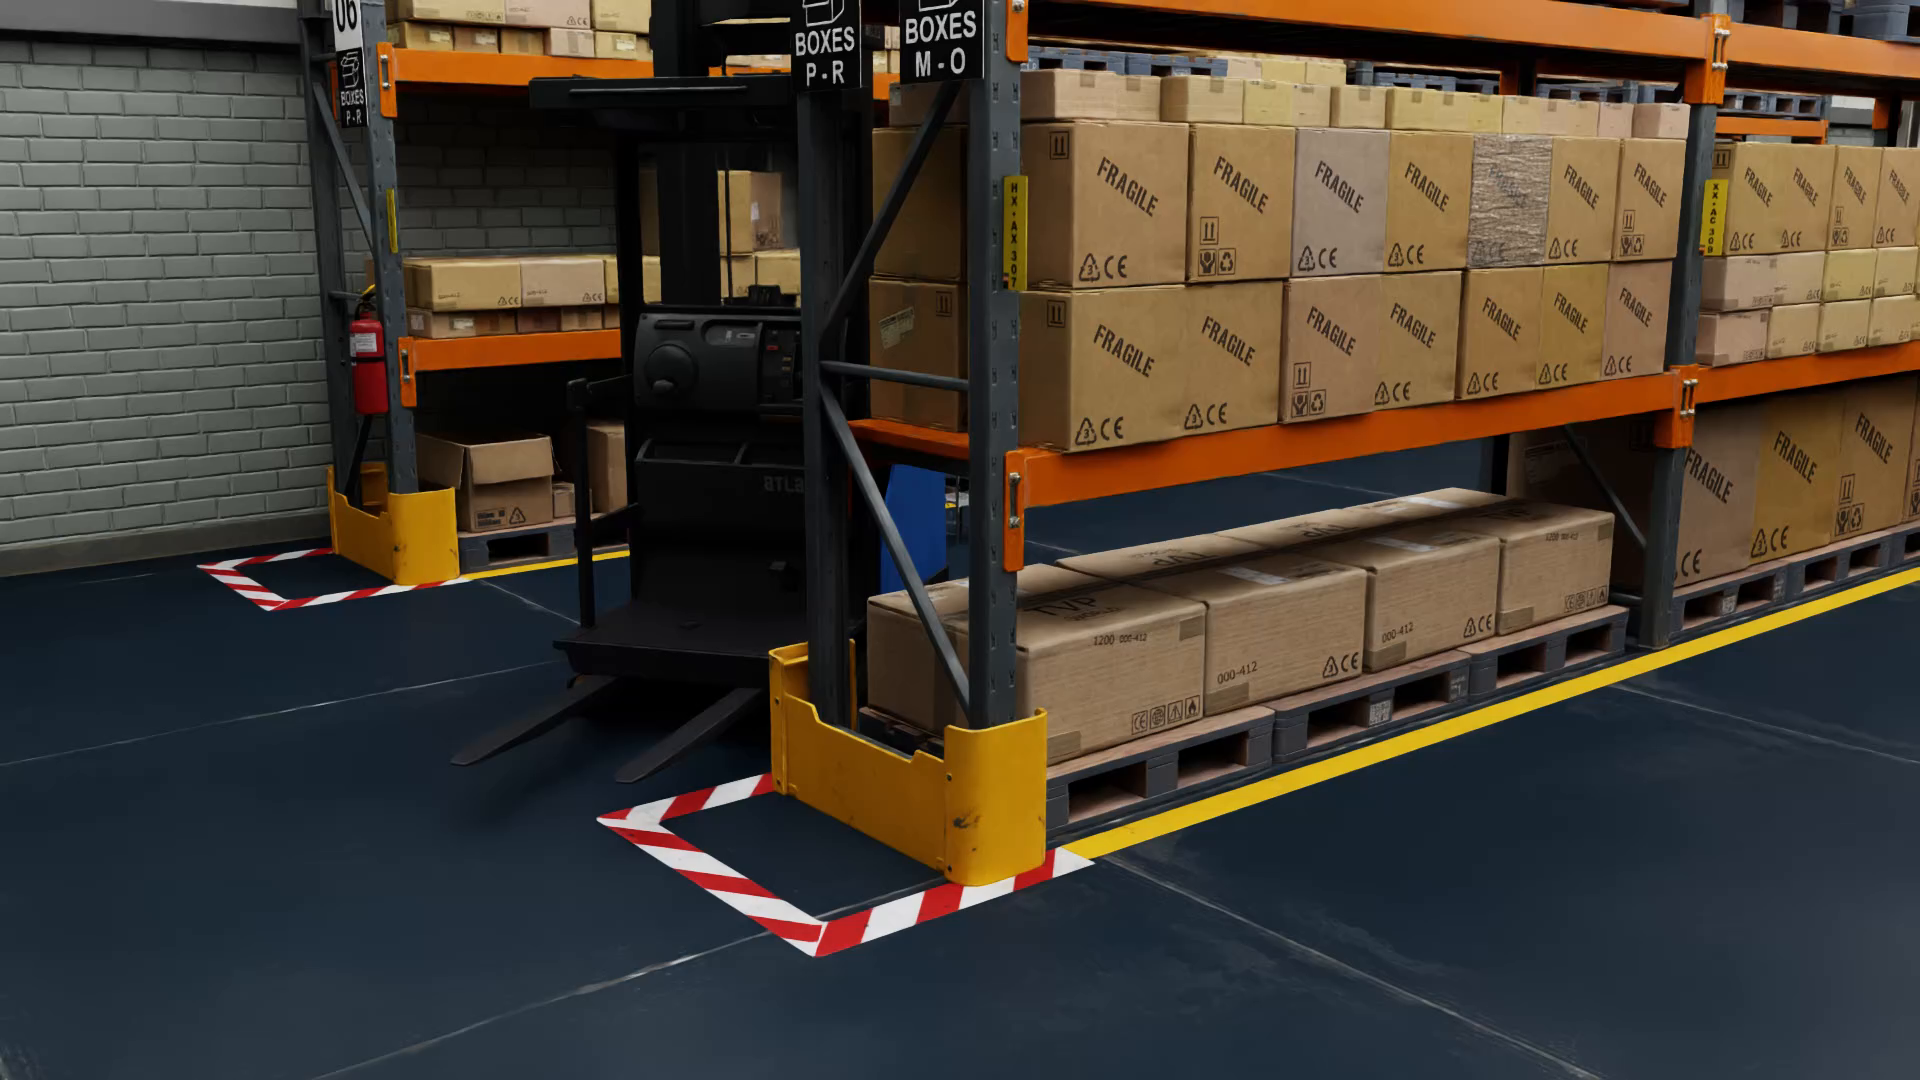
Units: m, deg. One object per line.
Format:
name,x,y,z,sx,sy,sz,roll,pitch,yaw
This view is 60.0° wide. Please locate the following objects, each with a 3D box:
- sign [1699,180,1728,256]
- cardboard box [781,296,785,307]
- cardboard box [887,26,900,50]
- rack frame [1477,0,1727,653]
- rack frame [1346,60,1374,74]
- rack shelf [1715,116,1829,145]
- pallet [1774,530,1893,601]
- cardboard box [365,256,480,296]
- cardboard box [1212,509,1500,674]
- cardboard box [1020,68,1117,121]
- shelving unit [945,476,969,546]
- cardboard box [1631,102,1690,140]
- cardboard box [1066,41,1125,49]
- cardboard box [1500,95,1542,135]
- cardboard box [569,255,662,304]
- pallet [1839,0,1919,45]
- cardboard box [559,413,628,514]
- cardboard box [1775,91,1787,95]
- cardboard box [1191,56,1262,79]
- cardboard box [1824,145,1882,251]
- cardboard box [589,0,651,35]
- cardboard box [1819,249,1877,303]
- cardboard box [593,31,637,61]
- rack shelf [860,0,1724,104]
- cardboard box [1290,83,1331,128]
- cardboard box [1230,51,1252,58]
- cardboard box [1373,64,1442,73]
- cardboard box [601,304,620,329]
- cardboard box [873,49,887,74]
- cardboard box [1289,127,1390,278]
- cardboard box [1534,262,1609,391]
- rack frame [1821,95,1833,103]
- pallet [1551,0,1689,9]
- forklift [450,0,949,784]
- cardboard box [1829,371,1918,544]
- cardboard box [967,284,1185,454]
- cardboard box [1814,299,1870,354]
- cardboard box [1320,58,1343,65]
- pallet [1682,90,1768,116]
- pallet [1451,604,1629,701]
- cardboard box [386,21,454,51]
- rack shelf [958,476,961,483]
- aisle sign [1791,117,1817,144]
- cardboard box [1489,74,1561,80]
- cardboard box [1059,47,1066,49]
sign,3.289,-1.407,7.259,0.005,0.325,0.100,-9,15,-38
cardboard box,-1.306,-1.477,10.466,0.250,0.149,0.380,-9,15,-37
cardboard box,-0.383,-3.276,10.757,0.500,0.250,0.500,-9,15,-37
rack frame,2.941,-1.035,7.781,0.127,3.000,1.000,-9,15,-38
rack frame,2.961,-5.293,13.391,0.127,3.000,1.000,-9,15,-38
rack shelf,7.646,-4.252,17.444,4.000,0.370,1.077,-9,15,-38
pallet,4.450,0.058,9.349,1.213,0.211,1.003,-9,15,-38
cardboard box,-3.093,-1.495,9.594,0.500,0.250,0.500,-9,15,-36
cardboard box,1.685,0.193,7.154,0.875,0.438,0.875,-10,16,-39
cardboard box,0.268,-1.372,5.160,0.250,0.149,0.380,-9,15,-36
shelving unit,-0.006,-0.439,10.030,0.210,0.900,0.258,-9,15,-38
cardboard box,2.900,-1.799,7.168,0.250,0.149,0.380,-10,15,-39
cardboard box,0.931,-3.508,11.560,0.250,0.149,0.380,-9,15,-37
cardboard box,2.066,-1.677,6.596,0.250,0.149,0.380,-10,15,-38
cardboard box,-1.976,-1.539,9.802,0.500,0.250,0.500,-10,15,-39
pallet,4.724,-2.691,8.813,1.213,0.211,1.003,-9,15,-35
cardboard box,-2.057,-0.472,10.135,0.500,0.500,0.700,-9,15,-35
cardboard box,8.552,-4.863,17.658,0.258,0.266,0.396,-9,15,-38
cardboard box,1.929,-3.516,12.605,0.500,0.250,0.500,-9,15,-38
cardboard box,4.238,-1.718,8.352,0.500,0.500,0.500,-10,16,-39
cardboard box,-1.977,-3.007,9.490,0.500,0.250,0.500,-10,16,-39
cardboard box,4.261,-1.351,8.426,0.500,0.250,0.500,-9,15,-37
cardboard box,-2.034,-2.788,9.420,0.250,0.149,0.380,-9,15,-38
rack shelf,1.380,-1.891,6.322,4.000,0.370,1.077,-9,15,-38
cardboard box,1.069,-1.513,5.821,0.250,0.149,0.380,-9,15,-37
cardboard box,2.006,-3.738,12.692,0.250,0.149,0.380,-9,15,-37
cardboard box,3.679,-4.183,13.895,0.500,0.500,0.500,-9,15,-37
cardboard box,-2.065,-1.334,9.795,0.250,0.149,0.380,-9,15,-37
cardboard box,-0.667,-3.025,10.534,0.250,0.149,0.380,-9,15,-36
cardboard box,1.167,-1.206,5.939,0.500,0.500,0.500,-10,15,-38
cardboard box,2.340,-0.914,6.973,0.500,0.500,0.500,-10,16,-39
rack frame,9.208,-6.331,18.280,0.127,3.000,1.000,-9,15,-38
pallet,2.296,-2.354,6.986,1.213,0.211,1.003,-9,15,-38
forklift,-0.958,-0.754,6.621,1.130,2.935,3.031,3,12,16
cardboard box,4.774,-0.529,9.501,0.875,0.875,0.875,-9,15,-37
cardboard box,0.372,-0.580,5.400,0.500,0.500,0.500,-10,15,-38
cardboard box,4.263,-1.107,8.482,0.500,0.250,0.500,-10,15,-38
cardboard box,2.834,-3.862,13.276,0.250,0.149,0.380,-9,15,-37
pallet,7.686,-4.574,17.438,1.213,0.211,1.003,-9,15,-38
pallet,2.299,0.415,7.665,1.213,0.211,1.003,-9,15,-38
cardboard box,-2.892,-2.668,8.857,0.250,0.149,0.380,-9,15,-36
rack shelf,-0.006,-0.407,10.037,0.200,0.077,0.258,-9,15,-38
aisle sign,9.443,-4.629,18.448,0.004,0.787,0.394,-9,15,-38
cardboard box,5.072,-4.322,15.005,0.500,0.311,0.500,-10,16,-40
cardboard box,0.577,-3.605,12.014,0.250,0.149,0.380,-10,16,-39
